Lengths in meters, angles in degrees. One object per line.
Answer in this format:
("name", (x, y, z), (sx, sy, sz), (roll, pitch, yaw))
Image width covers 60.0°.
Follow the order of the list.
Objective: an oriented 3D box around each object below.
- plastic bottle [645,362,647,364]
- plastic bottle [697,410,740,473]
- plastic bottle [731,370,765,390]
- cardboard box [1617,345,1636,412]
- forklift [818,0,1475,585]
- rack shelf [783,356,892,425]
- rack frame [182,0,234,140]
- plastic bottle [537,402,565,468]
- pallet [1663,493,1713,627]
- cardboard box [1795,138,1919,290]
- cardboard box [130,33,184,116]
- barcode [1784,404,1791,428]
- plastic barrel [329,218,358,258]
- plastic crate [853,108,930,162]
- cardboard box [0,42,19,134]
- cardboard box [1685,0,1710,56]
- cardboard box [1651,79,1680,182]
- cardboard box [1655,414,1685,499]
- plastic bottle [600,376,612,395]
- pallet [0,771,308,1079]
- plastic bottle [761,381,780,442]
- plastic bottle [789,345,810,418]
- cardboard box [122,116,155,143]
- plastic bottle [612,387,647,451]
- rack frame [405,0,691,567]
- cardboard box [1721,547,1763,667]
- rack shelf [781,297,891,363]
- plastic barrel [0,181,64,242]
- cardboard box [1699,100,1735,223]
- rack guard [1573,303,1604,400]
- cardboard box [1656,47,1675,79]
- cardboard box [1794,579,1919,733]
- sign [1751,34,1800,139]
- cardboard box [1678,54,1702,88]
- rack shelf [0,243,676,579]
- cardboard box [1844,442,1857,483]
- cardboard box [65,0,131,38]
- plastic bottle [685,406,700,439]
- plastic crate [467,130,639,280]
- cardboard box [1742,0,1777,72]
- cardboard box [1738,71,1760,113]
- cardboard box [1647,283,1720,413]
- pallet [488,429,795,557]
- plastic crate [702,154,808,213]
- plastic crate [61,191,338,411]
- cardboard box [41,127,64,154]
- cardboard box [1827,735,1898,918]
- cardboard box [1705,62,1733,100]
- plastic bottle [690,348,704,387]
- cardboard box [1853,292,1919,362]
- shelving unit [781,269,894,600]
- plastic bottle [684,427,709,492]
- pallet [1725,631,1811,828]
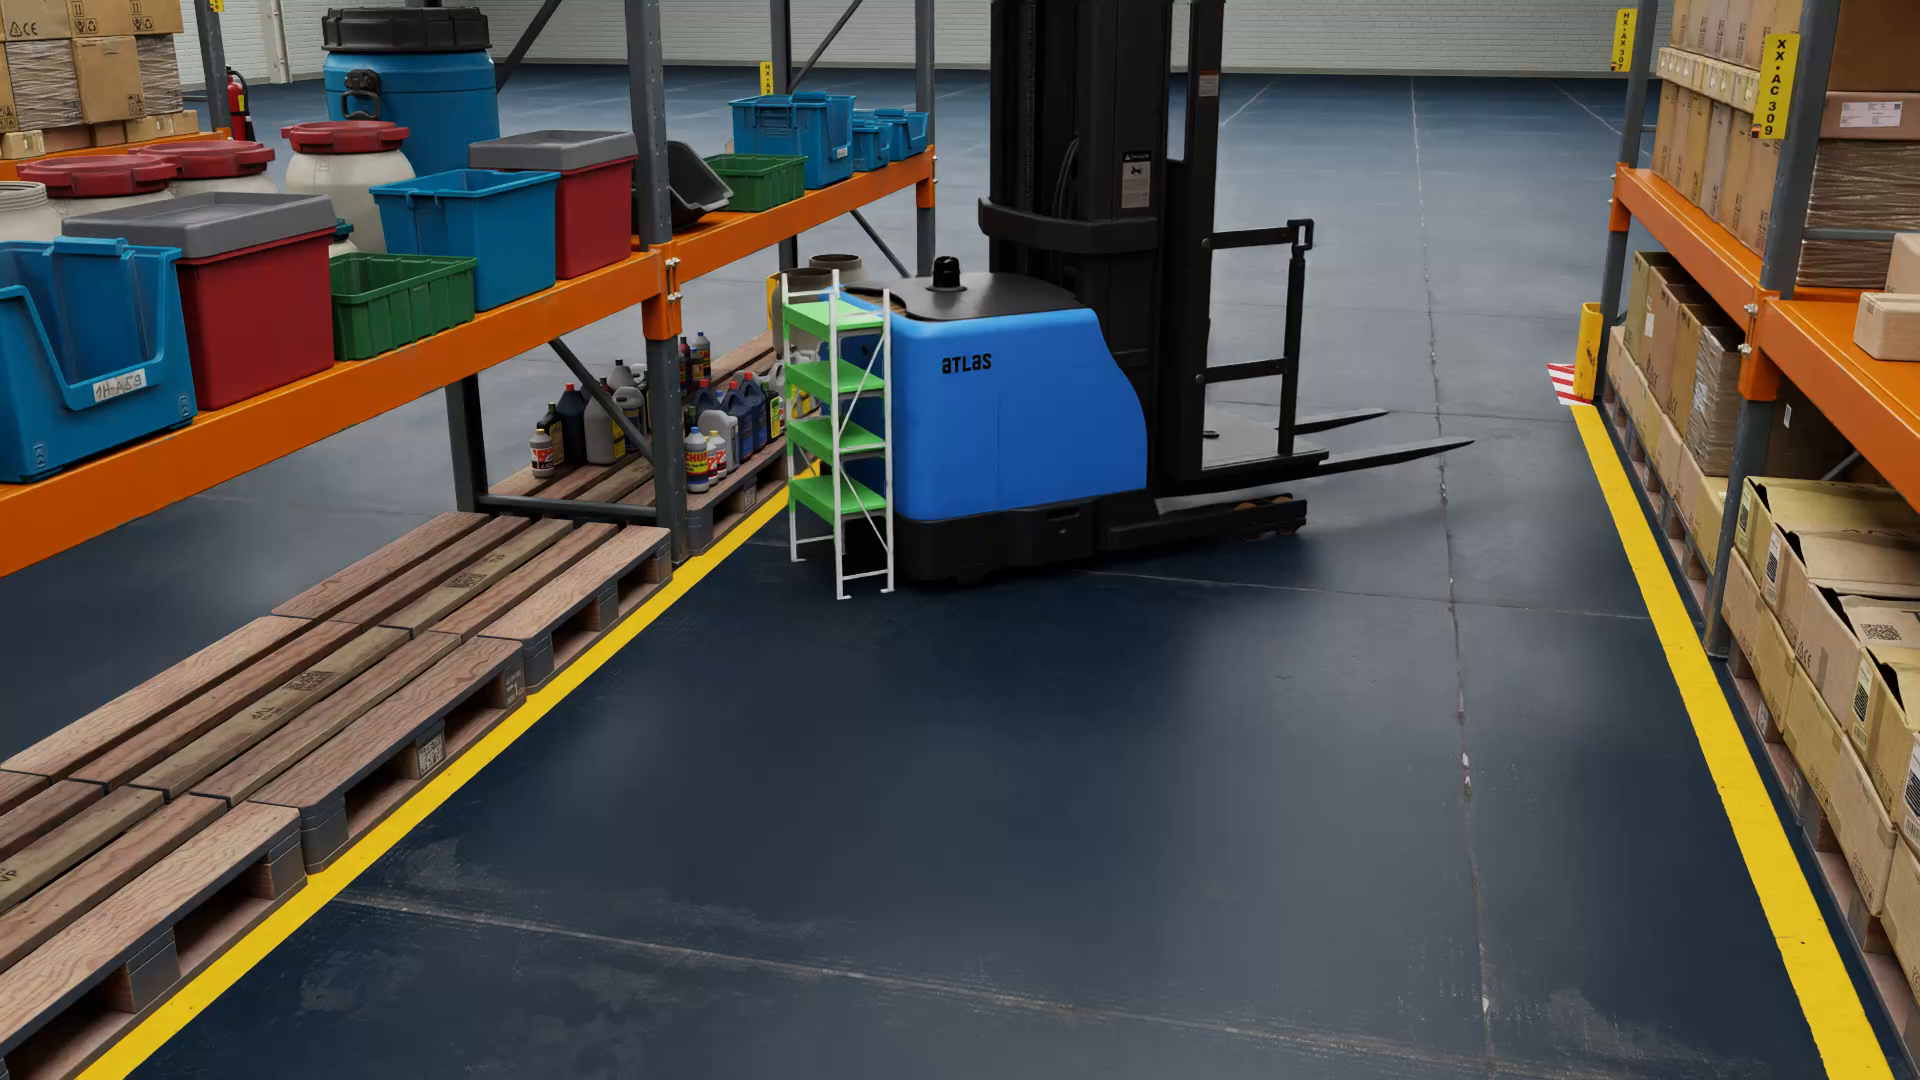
("plastic bottle", (-1.556, -0.791, 8.403), (0.097, 0.271, 0.097), (0, 19, 0))
("plastic bottle", (-1.075, -0.454, 7.410), (0.152, 0.276, 0.135), (5, 20, 15))
("plastic bottle", (-1.030, -0.702, 8.135), (0.152, 0.276, 0.135), (5, 19, 13))
("cardboard box", (3.684, -0.818, 8.545), (0.500, 0.250, 0.500), (5, 19, 13))
("forklift", (0.941, -1.521, 7.107), (3.031, 2.935, 1.130), (-9, 21, -25))
("rack shelf", (-0.484, -0.590, 6.513), (0.258, 0.148, 0.480), (-9, 21, -25))
("rack frame", (-5.456, -3.011, 11.362), (1.000, 3.000, 0.127), (5, 19, 13))
("plastic bottle", (-1.832, -0.466, 7.432), (0.061, 0.283, 0.133), (6, 20, 16))
("pallet", (3.407, 0.100, 6.569), (1.003, 0.211, 1.213), (5, 19, 13))
("cardboard box", (3.275, -1.161, 5.790), (0.700, 0.500, 0.500), (4, 19, 12))
("cardboard box", (-5.617, -3.029, 10.800), (0.875, 0.500, 0.500), (5, 19, 13))
("barcode", (2.706, -0.406, 5.438), (0.001, 0.075, 0.075), (5, 19, 13))
("plastic barrel", (-2.102, -0.898, 5.390), (0.301, 0.262, 0.301), (0, 19, 0))
("plastic crate", (-0.485, -2.369, 9.713), (0.499, 0.251, 0.616), (5, 19, 13))
("cardboard box", (-5.920, -2.554, 9.408), (0.875, 0.500, 0.500), (5, 19, 13))
("cardboard box", (3.887, -2.562, 7.885), (0.700, 0.500, 0.500), (4, 19, 12))
("cardboard box", (4.023, -2.130, 8.627), (0.700, 0.500, 0.500), (5, 19, 13))
("cardboard box", (3.313, -0.348, 7.169), (0.500, 0.250, 0.500), (5, 19, 13))
("plastic bottle", (-1.706, -0.628, 7.907), (0.061, 0.283, 0.133), (6, 20, 17))
("pallet", (-2.380, 0.967, 4.029), (1.003, 0.211, 1.213), (5, 19, 13))
("plastic bottle", (-0.904, -0.617, 7.874), (0.061, 0.283, 0.133), (6, 20, 16))
("plastic bottle", (-0.835, -0.792, 8.282), (0.144, 0.351, 0.185), (5, 20, 16))
("cardboard box", (-5.398, -2.626, 10.623), (0.380, 0.149, 0.250), (5, 19, 13))
("plastic bottle", (-1.555, -0.566, 7.738), (0.152, 0.276, 0.135), (5, 19, 13))
("rack frame", (-1.630, -1.366, 6.547), (1.000, 3.000, 0.127), (5, 19, 13))
("cardboard box", (2.834, 0.236, 5.462), (0.500, 0.250, 0.500), (4, 19, 12))
("rack shelf", (-0.484, -0.817, 6.436), (0.258, 0.148, 0.480), (-9, 21, -25))
("plastic barrel", (-2.460, -0.637, 4.238), (0.421, 0.512, 0.421), (0, 19, 0))
("cardboard box", (3.648, -1.644, 7.206), (0.700, 0.500, 0.500), (5, 20, 15))
("rack guard", (4.155, -1.052, 9.494), (1.175, 0.500, 0.348), (5, 19, 13))
("cardboard box", (3.845, -2.476, 8.637), (0.380, 0.149, 0.250), (5, 19, 13))
("cardboard box", (2.577, 0.292, 4.429), (0.500, 0.311, 0.500), (4, 19, 12))
("sign", (2.634, -1.464, 5.372), (0.100, 0.325, 0.005), (5, 19, 13))
("cardboard box", (3.657, -2.236, 7.935), (0.380, 0.149, 0.250), (4, 19, 13))
("rack shelf", (-2.119, -0.399, 4.828), (1.077, 0.370, 4.000), (5, 19, 13))
("cardboard box", (3.704, -0.504, 6.467), (0.500, 0.500, 0.500), (5, 19, 13))
("cardboard box", (-5.467, -3.323, 10.114), (0.500, 0.500, 0.500), (5, 19, 13))
("plastic bottle", (-1.178, -0.466, 7.433), (0.061, 0.283, 0.133), (5, 19, 13))
("plastic crate", (-1.452, -1.220, 6.021), (0.402, 0.464, 0.583), (5, 19, 13))
("cardboard box", (3.520, -2.090, 6.504), (0.700, 0.500, 0.500), (5, 19, 13))
("cardboard box", (3.281, -1.749, 6.509), (0.380, 0.149, 0.250), (5, 19, 13))
("cardboard box", (3.434, -0.859, 7.507), (0.500, 0.500, 0.500), (5, 19, 13))
("pallet", (-1.425, -0.254, 7.604), (1.003, 0.211, 1.213), (5, 19, 13))
("plastic crate", (-1.025, -1.669, 7.761), (0.450, 0.188, 0.662), (5, 19, 13))
("plastic crate", (-1.916, -0.625, 4.278), (0.402, 0.464, 0.583), (5, 19, 13))
("cardboard box", (-5.614, -2.393, 9.943), (0.380, 0.149, 0.250), (5, 19, 13))
("cardboard box", (2.458, 0.718, 4.050), (0.500, 0.250, 0.500), (5, 19, 14))
("cardboard box", (3.469, -1.994, 7.227), (0.380, 0.149, 0.250), (5, 19, 14))
("plastic bottle", (-1.423, -0.928, 8.912), (0.097, 0.201, 0.097), (0, 19, 0))
("cardboard box", (2.758, -0.593, 4.673), (0.380, 0.149, 0.250), (5, 19, 13))
("shelving unit", (-0.484, -0.423, 6.570), (0.258, 1.200, 0.503), (-9, 21, -25))
("plastic bottle", (-1.127, -0.348, 7.107), (0.097, 0.271, 0.097), (0, 19, 0))
("pallet", (3.030, 0.580, 5.163), (1.003, 0.211, 1.213), (5, 19, 13))
